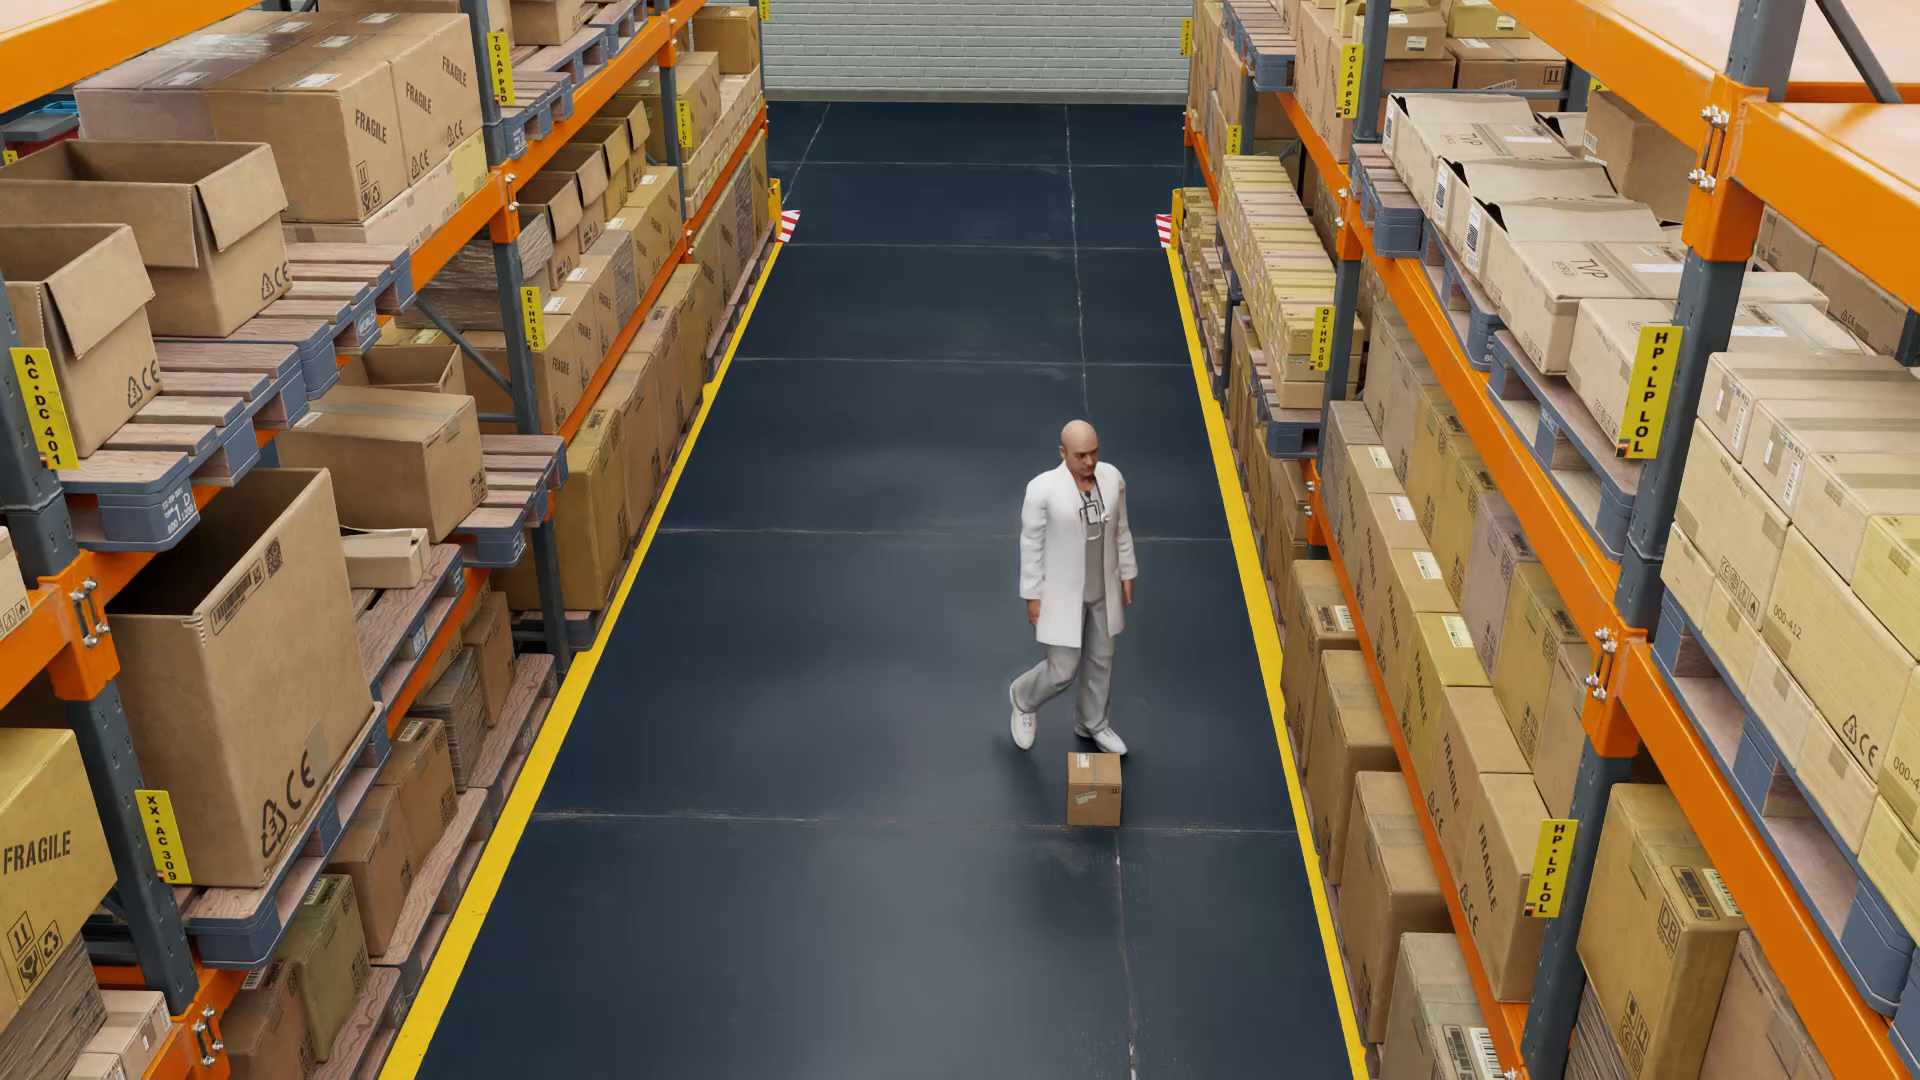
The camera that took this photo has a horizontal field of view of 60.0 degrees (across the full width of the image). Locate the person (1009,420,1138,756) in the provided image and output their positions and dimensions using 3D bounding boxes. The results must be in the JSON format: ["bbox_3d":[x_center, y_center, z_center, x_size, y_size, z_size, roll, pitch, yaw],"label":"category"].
[{"bbox_3d":[0.588,0.234,8.168,0.630,1.777,0.569,-13,30,-23],"label":"person"}]
